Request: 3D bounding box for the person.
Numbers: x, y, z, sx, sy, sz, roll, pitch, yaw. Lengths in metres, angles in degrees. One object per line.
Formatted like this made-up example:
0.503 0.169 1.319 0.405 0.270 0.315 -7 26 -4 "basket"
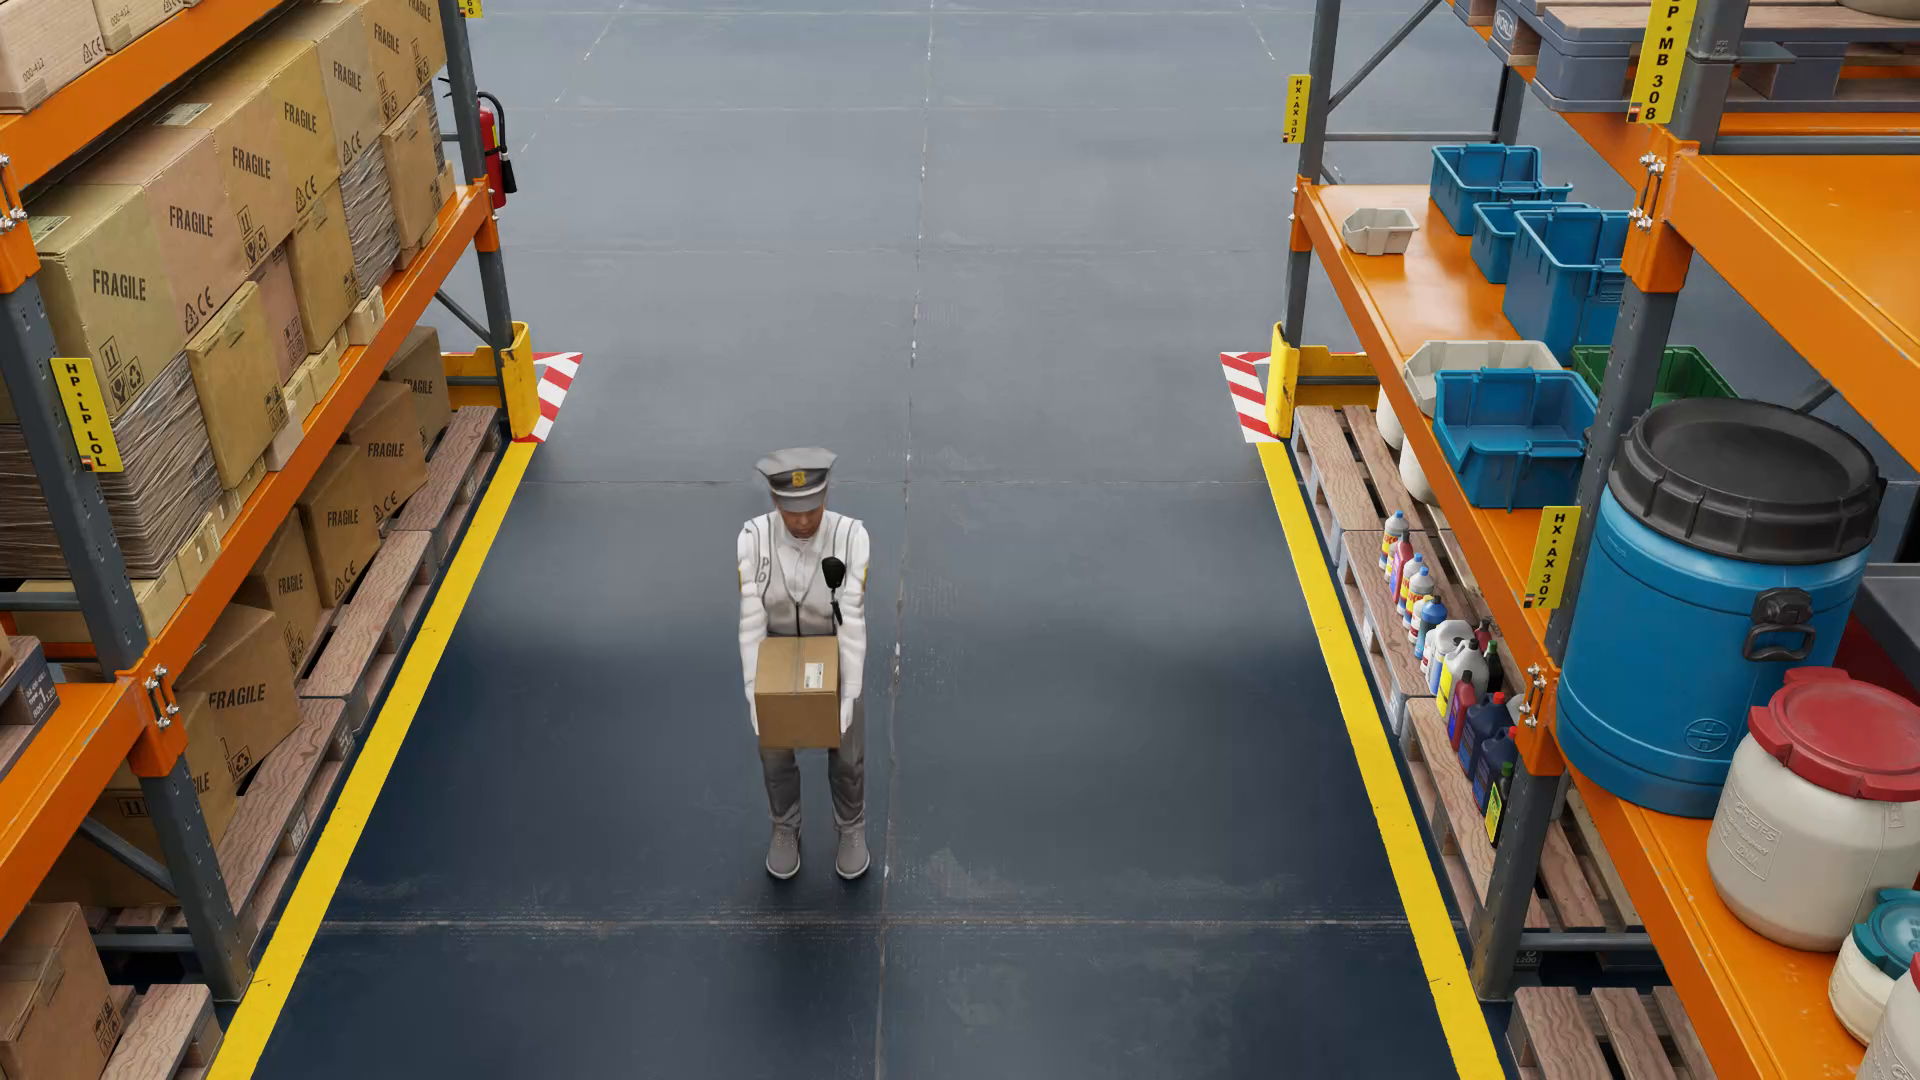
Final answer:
-0.492 0.445 5.424 0.416 1.664 0.542 -1 32 -1 "person"
